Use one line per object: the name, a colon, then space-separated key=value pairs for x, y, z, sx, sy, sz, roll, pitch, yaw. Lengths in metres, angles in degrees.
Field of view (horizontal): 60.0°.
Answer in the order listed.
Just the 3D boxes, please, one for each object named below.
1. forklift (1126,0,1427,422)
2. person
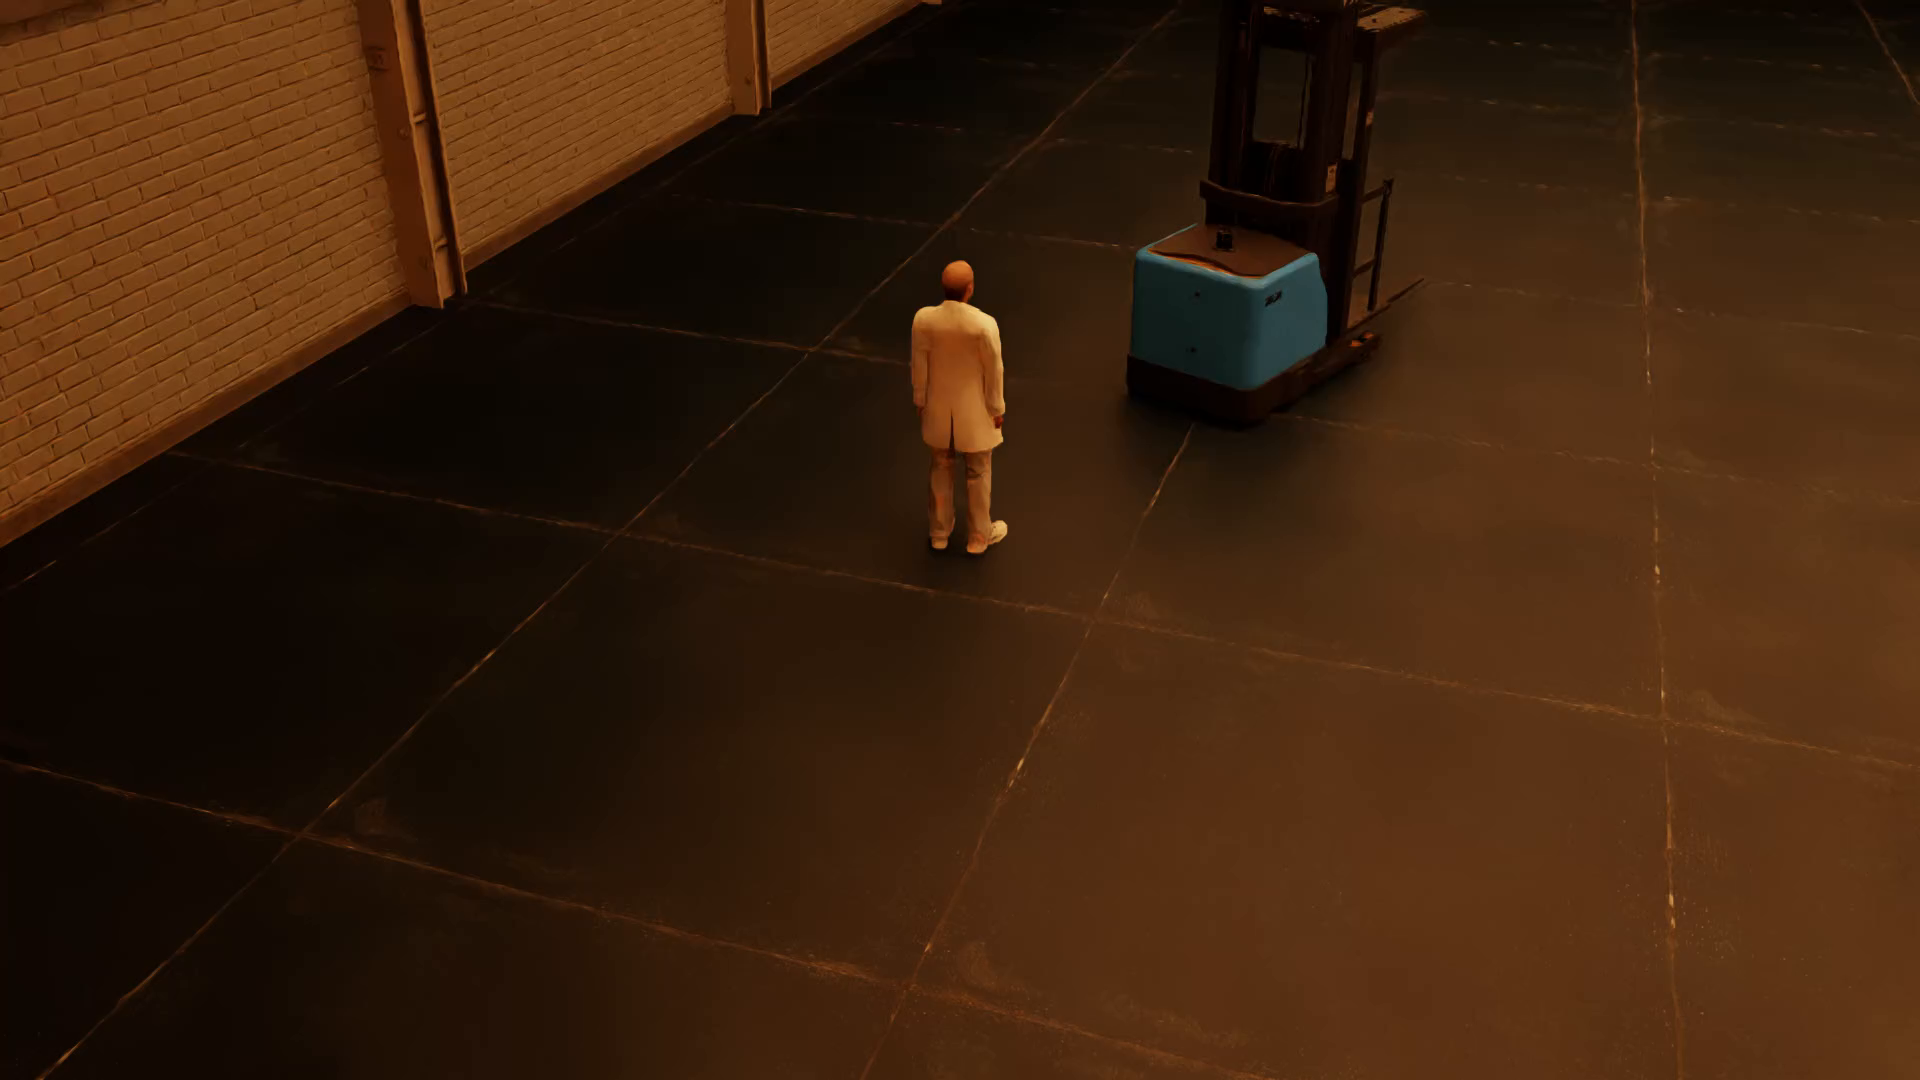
forklift: x=2.516 y=-2.737 z=11.937 sx=1.130 sy=2.935 sz=3.031 roll=22 pitch=37 yaw=34
person: x=0.007 y=-0.787 z=9.677 sx=0.558 sy=1.783 sz=0.377 roll=10 pitch=31 yaw=16
